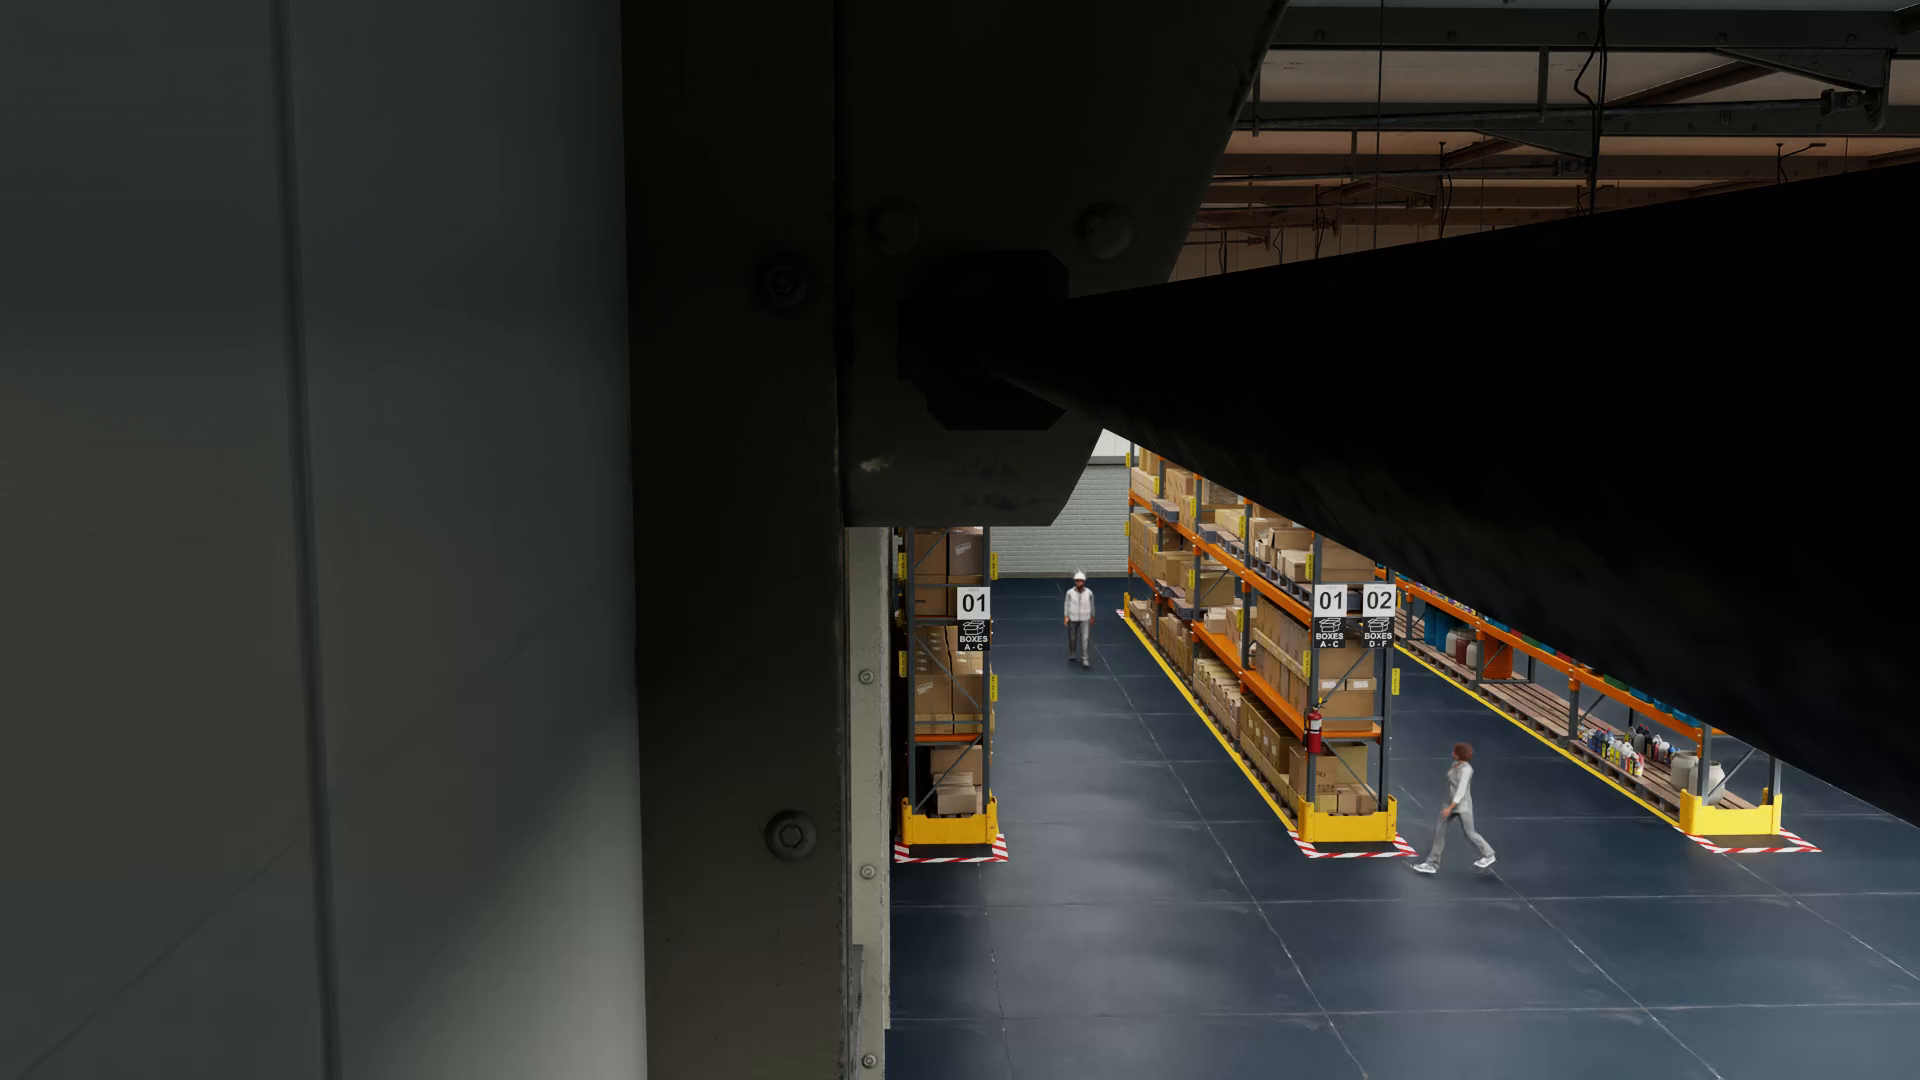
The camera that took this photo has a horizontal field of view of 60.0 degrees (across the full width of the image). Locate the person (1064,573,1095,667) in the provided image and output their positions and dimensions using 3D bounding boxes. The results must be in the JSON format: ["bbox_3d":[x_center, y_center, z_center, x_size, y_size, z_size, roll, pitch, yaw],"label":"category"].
[{"bbox_3d":[2.246,1.477,31.241,0.603,1.727,1.043,0,7,-2],"label":"person"}]

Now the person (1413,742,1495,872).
[{"bbox_3d":[5.773,3.096,19.278,0.961,1.548,0.379,-3,8,-22],"label":"person"}]
